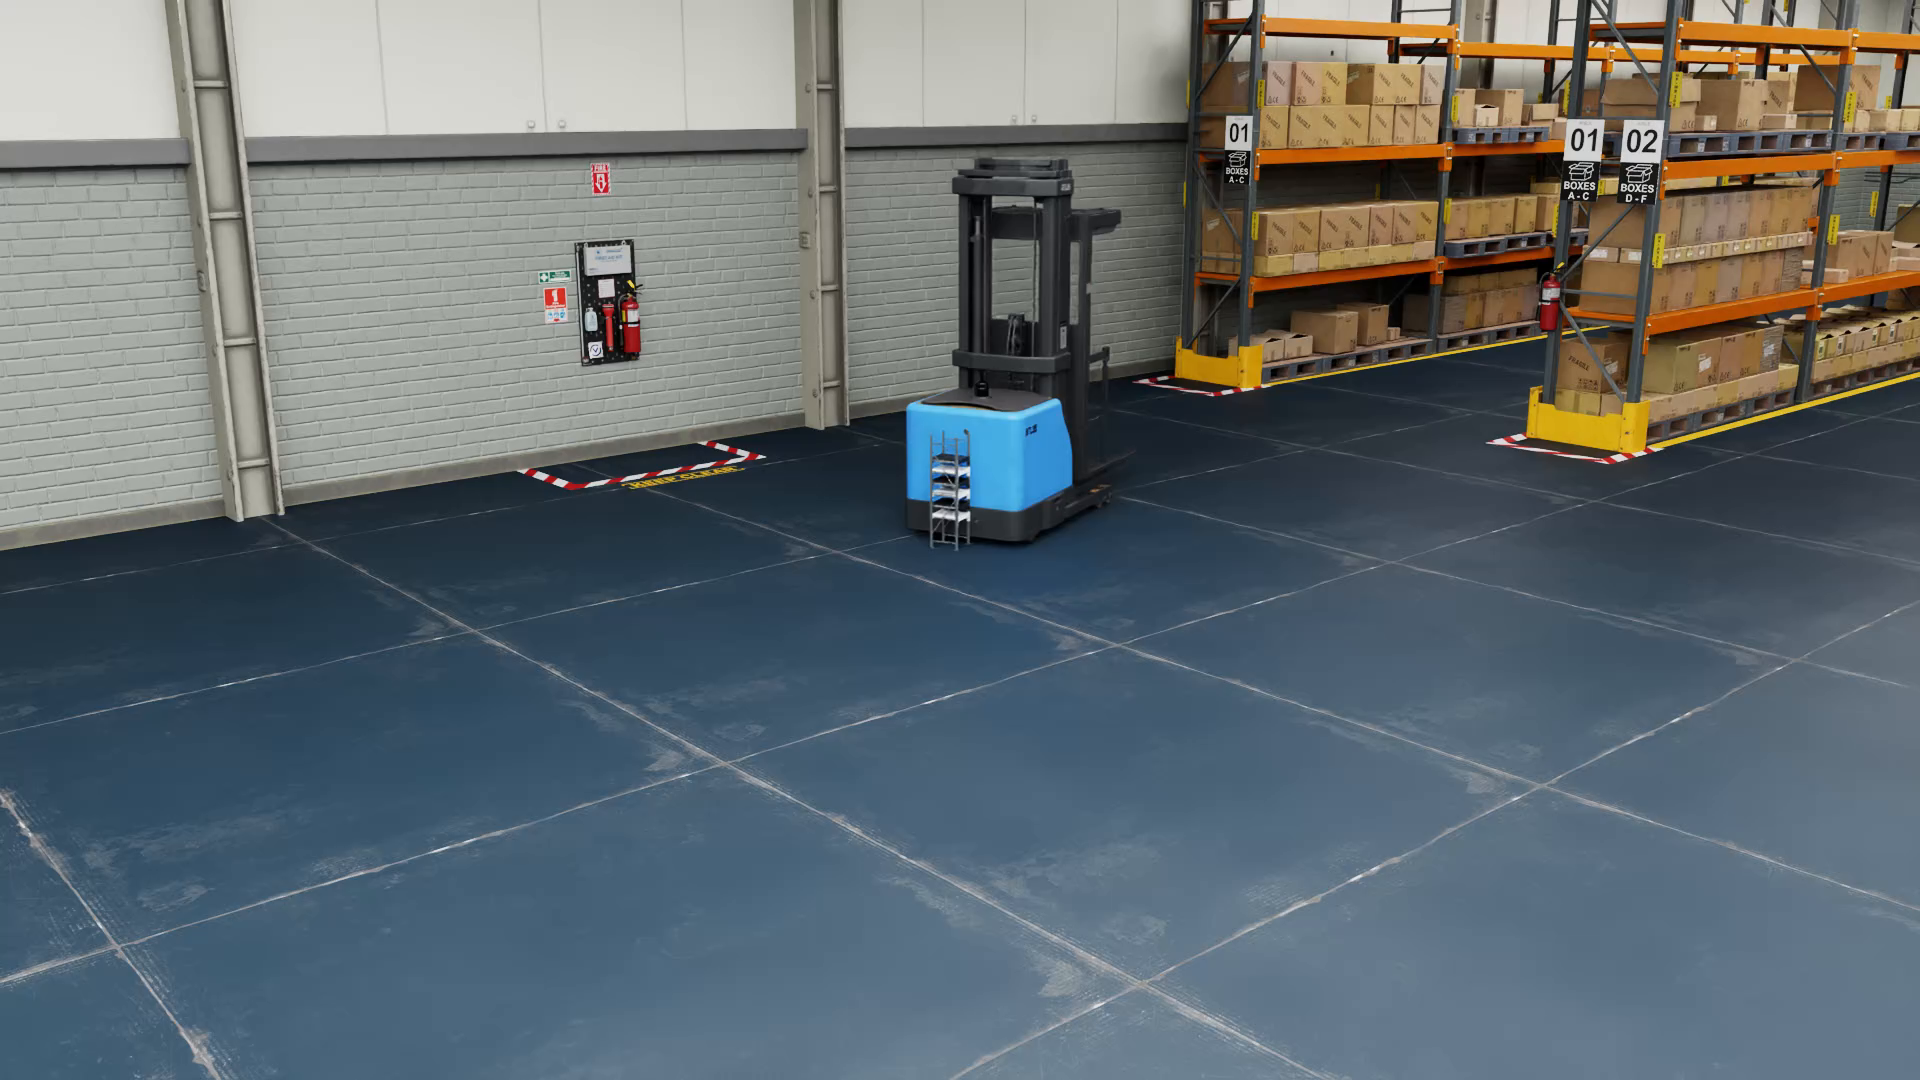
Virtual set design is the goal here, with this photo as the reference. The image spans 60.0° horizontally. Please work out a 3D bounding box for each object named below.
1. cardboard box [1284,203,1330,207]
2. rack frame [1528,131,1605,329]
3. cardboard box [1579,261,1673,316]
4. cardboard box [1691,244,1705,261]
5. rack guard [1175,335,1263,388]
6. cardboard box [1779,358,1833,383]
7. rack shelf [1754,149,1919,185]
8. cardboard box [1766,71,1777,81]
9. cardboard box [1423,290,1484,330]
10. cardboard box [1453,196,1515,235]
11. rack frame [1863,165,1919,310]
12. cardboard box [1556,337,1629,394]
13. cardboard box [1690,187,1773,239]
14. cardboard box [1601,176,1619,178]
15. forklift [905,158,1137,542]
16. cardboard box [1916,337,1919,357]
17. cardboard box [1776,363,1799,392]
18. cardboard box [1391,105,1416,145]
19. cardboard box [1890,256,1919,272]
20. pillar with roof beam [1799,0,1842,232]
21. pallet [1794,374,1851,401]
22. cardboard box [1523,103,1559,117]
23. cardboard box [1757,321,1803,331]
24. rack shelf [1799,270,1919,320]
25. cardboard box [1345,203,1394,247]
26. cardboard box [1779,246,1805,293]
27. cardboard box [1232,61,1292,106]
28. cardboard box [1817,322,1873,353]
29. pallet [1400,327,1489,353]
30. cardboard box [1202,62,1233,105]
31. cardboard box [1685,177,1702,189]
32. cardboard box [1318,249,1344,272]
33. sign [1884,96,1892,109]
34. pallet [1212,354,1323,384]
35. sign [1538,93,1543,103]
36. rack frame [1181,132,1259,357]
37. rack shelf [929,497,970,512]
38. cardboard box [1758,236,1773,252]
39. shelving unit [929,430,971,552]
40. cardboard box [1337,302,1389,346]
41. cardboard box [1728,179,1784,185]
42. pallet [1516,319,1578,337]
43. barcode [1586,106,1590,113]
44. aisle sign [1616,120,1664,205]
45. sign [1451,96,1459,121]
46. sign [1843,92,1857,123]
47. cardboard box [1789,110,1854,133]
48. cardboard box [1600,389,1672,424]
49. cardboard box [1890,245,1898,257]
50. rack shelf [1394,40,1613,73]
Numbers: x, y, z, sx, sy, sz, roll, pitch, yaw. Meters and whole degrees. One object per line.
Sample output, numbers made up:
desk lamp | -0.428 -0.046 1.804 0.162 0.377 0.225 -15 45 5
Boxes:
cardboard box | 4.504 -4.088 21.539 0.500 0.500 0.500 -12 19 -39
rack frame | 9.170 -4.765 25.276 0.127 3.000 1.000 -13 19 -39
cardboard box | 6.750 -2.571 16.868 0.500 0.500 0.700 -13 19 -39
cardboard box | 7.405 -2.962 17.075 0.250 0.149 0.380 -13 20 -40
rack guard | 3.192 -2.215 20.573 0.348 0.500 1.175 -13 19 -39
cardboard box | 9.874 -2.018 19.507 0.500 0.250 0.500 -13 20 -41
rack shelf | 10.915 -4.564 20.106 4.000 0.370 1.077 -13 19 -39
cardboard box | 13.293 -7.587 27.860 0.500 0.500 0.500 -13 20 -40
cardboard box | 7.053 -3.317 23.848 0.500 0.500 0.700 -13 20 -40
cardboard box | 7.461 -4.639 23.757 0.500 0.500 0.700 -10 18 -32
rack frame | 12.424 -3.801 21.668 0.127 3.000 1.000 -13 19 -39
cardboard box | 6.598 -1.832 17.355 0.500 0.500 0.500 -13 19 -39
cardboard box | 8.317 -3.552 18.027 0.500 0.500 0.700 -13 20 -39
cardboard box | 10.086 -5.447 25.567 0.500 0.250 0.500 -13 20 -40
forklift | 0.676 -1.734 14.063 1.130 2.935 3.031 7 17 26
cardboard box | 12.187 -2.539 21.457 0.500 0.250 0.500 -12 19 -38
cardboard box | 9.200 -1.877 18.979 0.500 0.250 0.500 -13 19 -39
cardboard box | 5.543 -5.378 21.525 0.500 0.500 0.500 14 20 42
cardboard box | 11.927 -3.474 20.929 0.250 0.149 0.380 -13 19 -39
pillar with roof beam | 19.500 -8.806 28.781 0.400 9.000 9.100 -13 19 -39
pallet | 9.937 -1.909 19.987 1.213 0.211 1.003 -13 19 -39
cardboard box | 8.475 -6.195 24.585 0.500 0.500 0.500 -13 19 -39
cardboard box | 9.912 -2.483 20.160 0.500 0.311 0.500 -12 19 -38
rack shelf | 10.915 -3.115 20.493 4.000 0.370 1.077 -13 19 -39
cardboard box | 5.239 -4.078 21.502 0.500 0.500 0.500 -13 20 -41
cardboard box | 9.076 -3.095 18.832 0.500 0.500 0.700 -13 20 -41
cardboard box | 3.585 -5.418 19.738 0.500 0.500 0.500 14 21 43
cardboard box | 10.653 -2.462 20.083 0.500 0.311 0.500 -14 20 -41
pallet | 6.738 -2.872 23.594 1.213 0.211 1.003 -13 19 -39
cardboard box | 3.288 -5.524 20.135 0.500 0.500 0.500 -12 19 -37
cardboard box | 11.611 -5.793 26.862 0.500 0.250 0.500 -12 19 -38
cardboard box | 4.482 -3.544 20.956 0.500 0.250 0.500 -13 20 -40
sign | 12.070 -5.606 21.611 0.005 0.325 0.100 -13 19 -39
pallet | 3.828 -2.206 21.100 1.213 0.211 1.003 -13 19 -39
sign | 8.811 -6.612 25.222 0.005 0.325 0.100 -13 19 -39
rack frame | 3.135 -3.410 20.203 0.127 3.000 1.000 -13 19 -39
rack shelf | -0.078 -0.262 12.965 0.258 0.077 0.200 7 17 26
cardboard box | 8.573 -3.225 18.062 0.250 0.149 0.380 -13 20 -40
shelving unit | -0.078 -0.381 12.933 0.258 0.900 0.210 7 17 26
cardboard box | 5.395 -2.909 22.318 0.500 0.500 0.500 14 21 43
cardboard box | 13.704 -5.924 29.034 0.700 0.700 0.980 -14 20 -42
pallet | 8.579 -3.286 25.142 1.213 0.211 1.003 -13 19 -39
barcode | 6.300 -4.321 16.676 0.075 0.075 0.001 -13 19 -39
aisle sign | 6.541 -3.631 15.994 0.004 0.787 0.394 -13 19 -39
sign | 6.514 -5.682 21.895 0.005 0.325 0.100 -13 19 -39
sign | 9.772 -4.753 18.264 0.005 0.325 0.100 -13 19 -39
cardboard box | 9.878 -4.806 19.093 0.500 0.250 0.500 -10 18 -34
cardboard box | 6.940 -1.368 17.073 0.500 0.250 0.500 -13 19 -39
cardboard box | 11.622 -3.644 21.254 0.500 0.311 0.500 -13 20 -40
rack shelf | 7.661 -6.784 23.378 4.000 0.370 1.077 -13 19 -39
